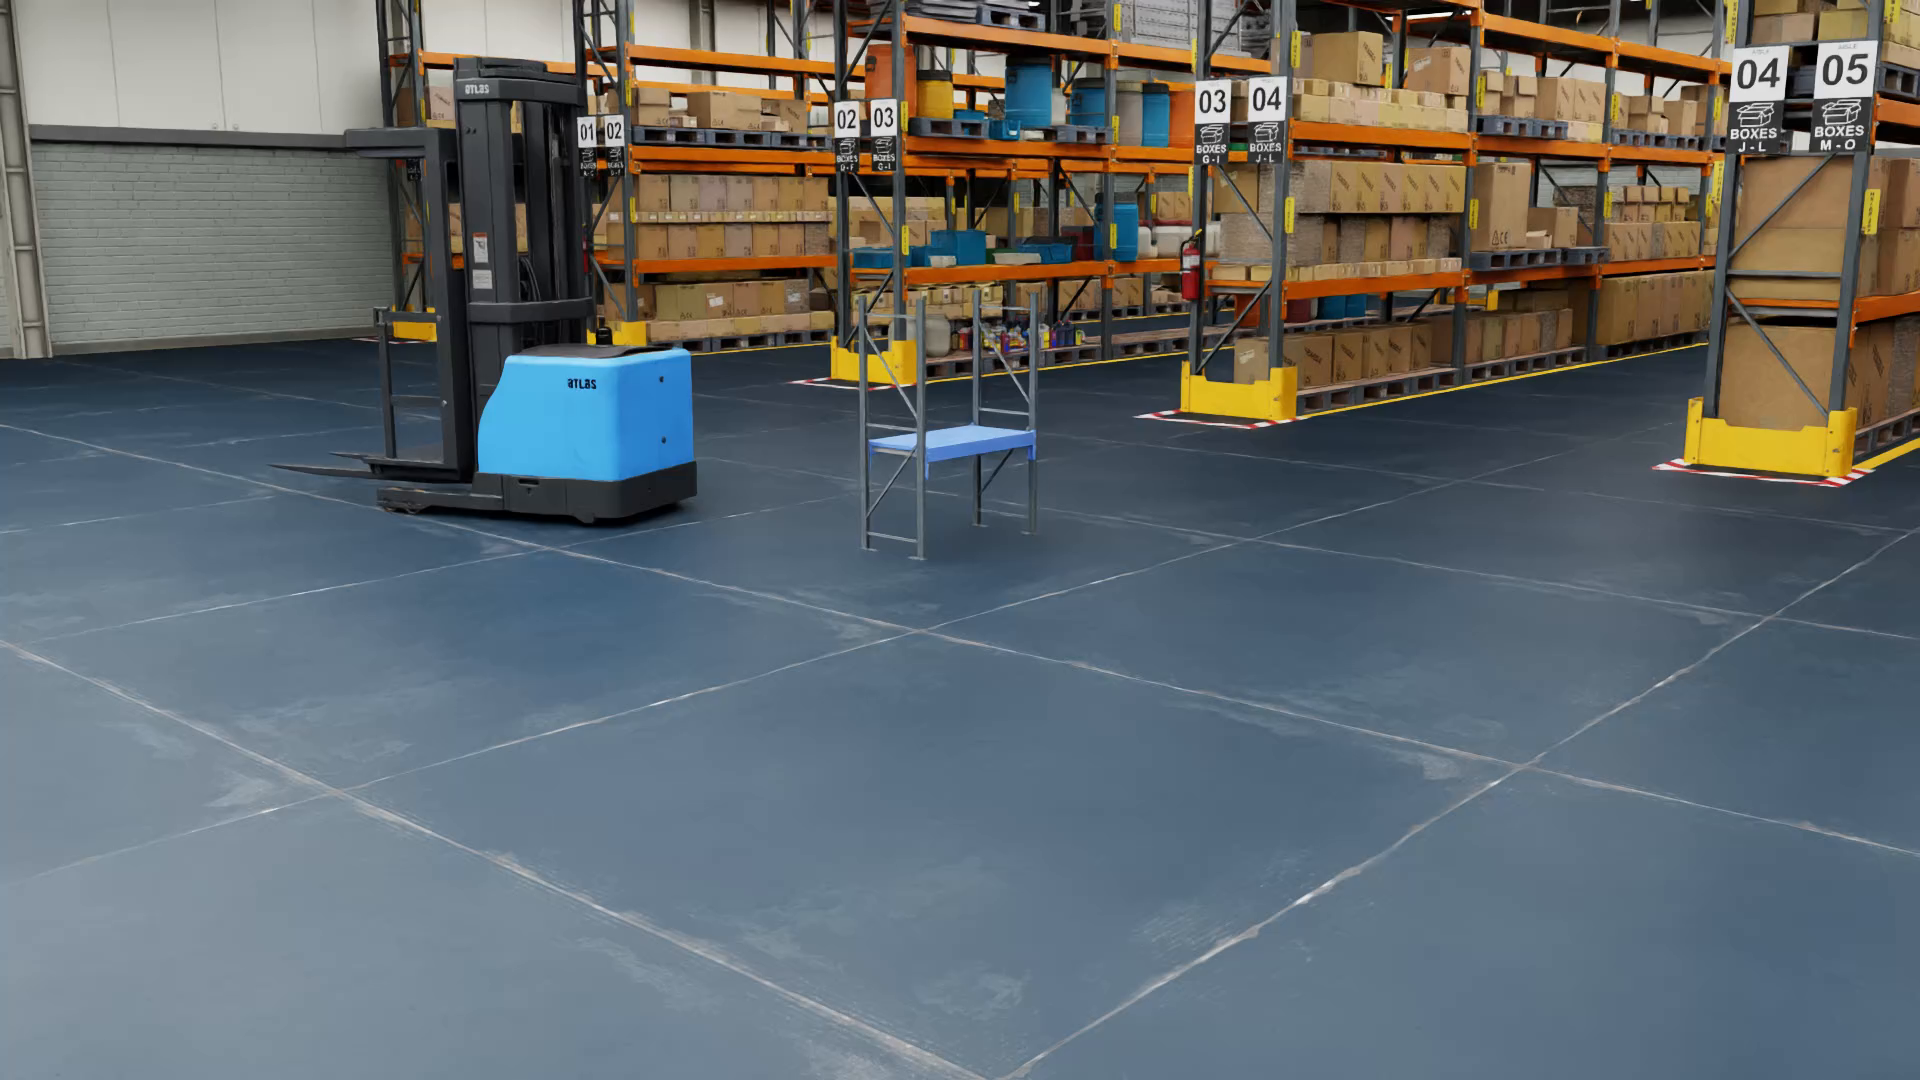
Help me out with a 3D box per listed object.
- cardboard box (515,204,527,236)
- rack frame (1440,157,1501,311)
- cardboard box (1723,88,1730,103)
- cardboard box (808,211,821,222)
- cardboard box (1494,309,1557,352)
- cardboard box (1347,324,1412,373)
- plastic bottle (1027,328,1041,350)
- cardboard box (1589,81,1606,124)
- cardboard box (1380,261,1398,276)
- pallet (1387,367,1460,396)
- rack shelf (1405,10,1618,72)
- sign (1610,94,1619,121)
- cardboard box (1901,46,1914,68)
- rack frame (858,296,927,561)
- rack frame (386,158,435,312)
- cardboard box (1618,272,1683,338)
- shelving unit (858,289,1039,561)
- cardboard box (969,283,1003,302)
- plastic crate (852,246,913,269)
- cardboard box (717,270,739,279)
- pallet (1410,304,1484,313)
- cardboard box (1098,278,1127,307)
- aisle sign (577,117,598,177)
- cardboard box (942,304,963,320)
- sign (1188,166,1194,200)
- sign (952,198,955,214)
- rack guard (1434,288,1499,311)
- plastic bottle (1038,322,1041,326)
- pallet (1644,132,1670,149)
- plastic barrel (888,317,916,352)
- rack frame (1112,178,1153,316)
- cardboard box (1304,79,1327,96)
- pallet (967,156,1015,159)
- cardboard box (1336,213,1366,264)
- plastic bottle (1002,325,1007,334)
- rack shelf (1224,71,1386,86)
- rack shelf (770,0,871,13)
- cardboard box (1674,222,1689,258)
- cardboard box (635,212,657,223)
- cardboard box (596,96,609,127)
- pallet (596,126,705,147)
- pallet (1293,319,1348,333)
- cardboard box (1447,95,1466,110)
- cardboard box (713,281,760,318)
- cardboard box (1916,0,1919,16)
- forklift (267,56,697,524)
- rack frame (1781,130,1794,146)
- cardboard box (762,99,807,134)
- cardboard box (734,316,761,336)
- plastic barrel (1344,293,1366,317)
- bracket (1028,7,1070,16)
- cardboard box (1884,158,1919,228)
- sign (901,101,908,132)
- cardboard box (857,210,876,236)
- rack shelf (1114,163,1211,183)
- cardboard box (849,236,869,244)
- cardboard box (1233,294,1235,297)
[{"bbox_3d":[-7.254,-5.105,26.531,0.500,0.500,0.500,9,14,39],"label":"cardboard box"},{"bbox_3d":[9.530,-5.696,31.073,1.000,3.000,0.127,10,15,40],"label":"rack frame"},{"bbox_3d":[11.909,-6.903,25.958,0.500,0.250,0.500,9,15,39],"label":"cardboard box"},{"bbox_3d":[-2.293,-4.835,24.850,0.380,0.149,0.250,9,15,39],"label":"cardboard box"},{"bbox_3d":[7.185,-2.685,21.253,0.700,0.500,0.500,8,14,36],"label":"cardboard box"},{"bbox_3d":[4.662,-2.132,18.536,0.500,0.500,0.500,-7,13,-30],"label":"cardboard box"},{"bbox_3d":[0.949,-2.580,21.300,0.152,0.276,0.135,10,15,41],"label":"plastic bottle"},{"bbox_3d":[7.842,-5.542,21.108,0.500,0.500,0.500,10,15,42],"label":"cardboard box"},{"bbox_3d":[4.406,-2.879,17.608,0.380,0.149,0.250,10,15,40],"label":"cardboard box"},{"bbox_3d":[4.912,-1.820,18.783,1.003,0.211,1.213,10,15,40],"label":"pallet"},{"bbox_3d":[6.649,-5.978,20.023,1.077,0.370,4.000,10,15,40],"label":"rack shelf"},{"bbox_3d":[8.375,-5.533,21.277,0.100,0.325,0.005,10,15,40],"label":"sign"},{"bbox_3d":[7.148,-3.732,12.893,0.380,0.149,0.250,10,15,41],"label":"cardboard box"},{"bbox_3d":[-0.392,-0.648,9.627,0.500,1.500,0.032,10,15,40],"label":"rack frame"},{"bbox_3d":[-8.474,-4.623,25.701,1.000,3.000,0.127,10,15,40],"label":"rack frame"},{"bbox_3d":[9.613,-3.403,23.945,1.225,0.875,0.875,9,14,38],"label":"cardboard box"},{"bbox_3d":[-0.056,-0.723,10.001,0.538,1.500,1.048,10,15,40],"label":"shelving unit"},{"bbox_3d":[0.370,-4.184,28.018,0.500,0.311,0.500,10,15,42],"label":"cardboard box"},{"bbox_3d":[-0.927,-3.382,19.864,0.499,0.251,0.616,10,15,40],"label":"plastic crate"},{"bbox_3d":[-4.388,-4.893,30.396,0.500,0.250,0.500,10,15,40],"label":"cardboard box"},{"bbox_3d":[8.956,-4.213,30.764,1.003,0.211,1.213,10,15,40],"label":"pallet"},{"bbox_3d":[2.728,-4.558,30.630,0.500,0.500,0.500,10,15,41],"label":"cardboard box"},{"bbox_3d":[-5.015,-5.287,22.384,0.394,0.787,0.004,10,15,40],"label":"aisle sign"},{"bbox_3d":[-0.306,-3.759,27.322,0.500,0.250,0.500,10,15,42],"label":"cardboard box"},{"bbox_3d":[2.285,-3.500,16.311,0.100,0.325,0.005,10,15,40],"label":"sign"},{"bbox_3d":[-0.139,-6.849,34.090,0.100,0.325,0.005,10,15,40],"label":"sign"},{"bbox_3d":[9.536,-4.476,31.344,1.175,0.500,0.348,10,15,40],"label":"rack guard"},{"bbox_3d":[1.069,-2.819,22.507,0.097,0.271,0.097,0,11,0],"label":"plastic bottle"},{"bbox_3d":[9.090,-5.524,23.033,1.003,0.211,1.213,11,16,43],"label":"pallet"},{"bbox_3d":[-0.655,-2.435,20.024,0.421,0.512,0.421,0,11,0],"label":"plastic barrel"},{"bbox_3d":[3.171,-5.749,31.336,1.000,3.000,0.127,10,15,40],"label":"rack frame"},{"bbox_3d":[3.288,-4.331,15.945,0.380,0.149,0.250,10,15,42],"label":"cardboard box"},{"bbox_3d":[0.149,-6.427,27.557,1.213,0.211,1.003,11,16,43],"label":"pallet"},{"bbox_3d":[3.674,-3.131,17.216,0.875,0.500,0.500,10,15,40],"label":"cardboard box"},{"bbox_3d":[0.570,-2.689,21.861,0.097,0.271,0.097,0,11,0],"label":"plastic bottle"},{"bbox_3d":[5.569,-7.207,26.176,1.077,0.370,4.000,10,15,40],"label":"rack shelf"},{"bbox_3d":[-1.873,-10.313,32.224,1.077,0.370,4.000,10,15,40],"label":"rack shelf"},{"bbox_3d":[10.174,-4.341,24.030,0.500,0.500,0.500,10,15,42],"label":"cardboard box"},{"bbox_3d":[-4.330,-4.380,22.573,0.380,0.149,0.250,10,15,40],"label":"cardboard box"},{"bbox_3d":[-5.961,-7.123,27.699,0.500,0.500,0.500,8,14,36],"label":"cardboard box"},{"bbox_3d":[-4.264,-5.512,22.716,1.003,0.211,1.213,10,15,40],"label":"pallet"},{"bbox_3d":[5.543,-3.452,26.956,1.003,0.211,1.213,10,15,40],"label":"pallet"},{"bbox_3d":[5.331,-4.798,18.283,0.380,0.149,0.250,10,15,42],"label":"cardboard box"},{"bbox_3d":[-3.237,-3.479,24.006,0.500,0.500,0.500,10,15,40],"label":"cardboard box"},{"bbox_3d":[7.309,-4.159,12.996,0.380,0.149,0.250,10,15,41],"label":"cardboard box"},{"bbox_3d":[-3.369,-1.702,11.251,3.031,2.935,1.130,4,12,21],"label":"forklift"},{"bbox_3d":[13.250,-7.998,27.280,1.000,3.000,0.127,10,15,40],"label":"rack frame"},{"bbox_3d":[-2.641,-6.326,24.884,0.500,0.500,0.500,-11,15,-43],"label":"cardboard box"},{"bbox_3d":[-3.238,-3.112,24.080,0.500,0.250,0.500,10,15,40],"label":"cardboard box"},{"bbox_3d":[6.517,-4.207,27.902,0.600,0.901,0.708,10,15,40],"label":"plastic barrel"},{"bbox_3d":[1.501,-11.705,36.649,0.076,0.066,4.783,10,15,40],"label":"bracket"},{"bbox_3d":[7.387,-2.856,13.713,0.875,0.550,0.550,10,15,40],"label":"cardboard box"},{"bbox_3d":[-0.622,-4.746,18.634,0.100,0.325,0.005,10,15,40],"label":"sign"},{"bbox_3d":[-1.999,-6.192,32.489,0.500,0.500,0.500,10,15,40],"label":"cardboard box"},{"bbox_3d":[4.491,-7.161,32.586,1.077,0.370,4.000,10,15,40],"label":"rack shelf"},{"bbox_3d":[-1.668,-4.659,26.223,0.396,0.266,0.258,9,15,39],"label":"cardboard box"},{"bbox_3d":[5.637,-5.216,33.924,0.500,0.500,0.500,10,15,40],"label":"cardboard box"}]
